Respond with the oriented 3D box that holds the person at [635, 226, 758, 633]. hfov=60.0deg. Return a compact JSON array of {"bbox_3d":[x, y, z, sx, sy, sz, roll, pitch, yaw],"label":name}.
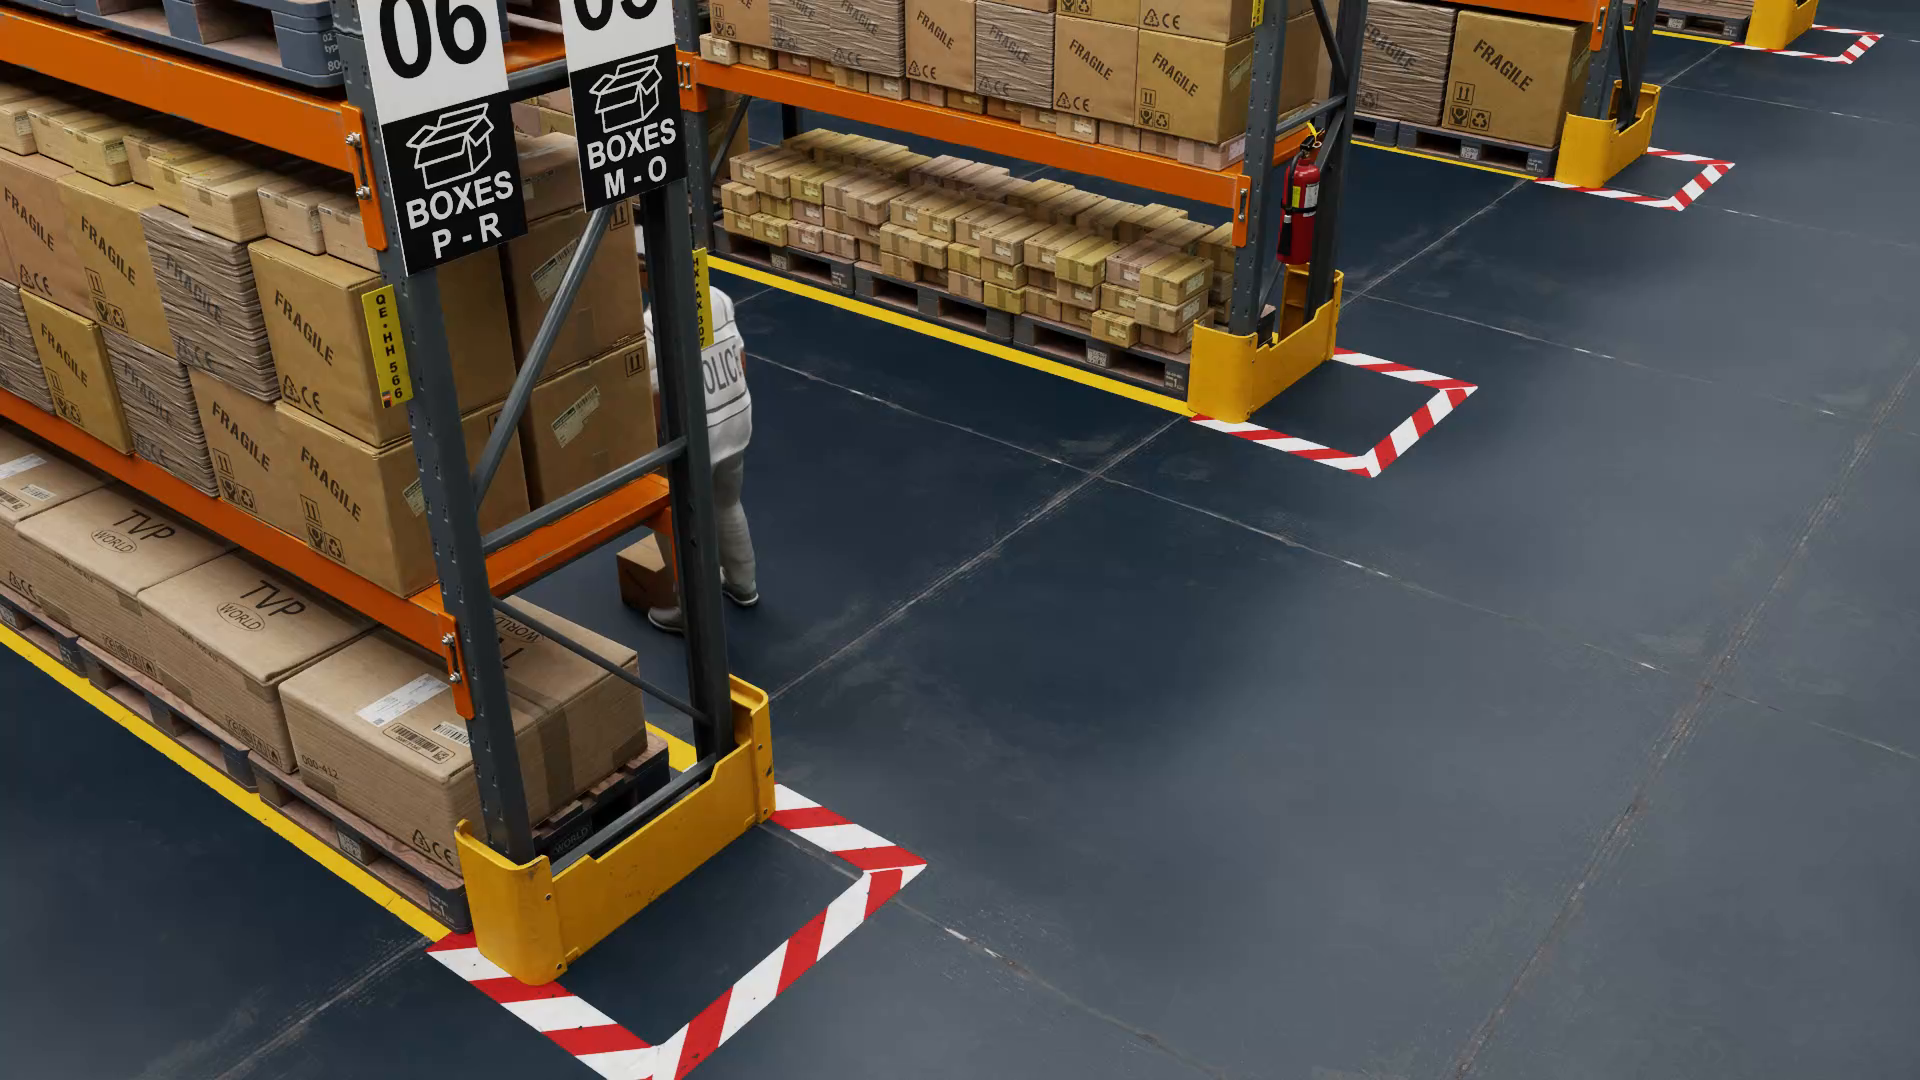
[{"bbox_3d":[-1.093,-0.420,6.832,0.439,1.747,0.585,21,37,31],"label":"person"}]
